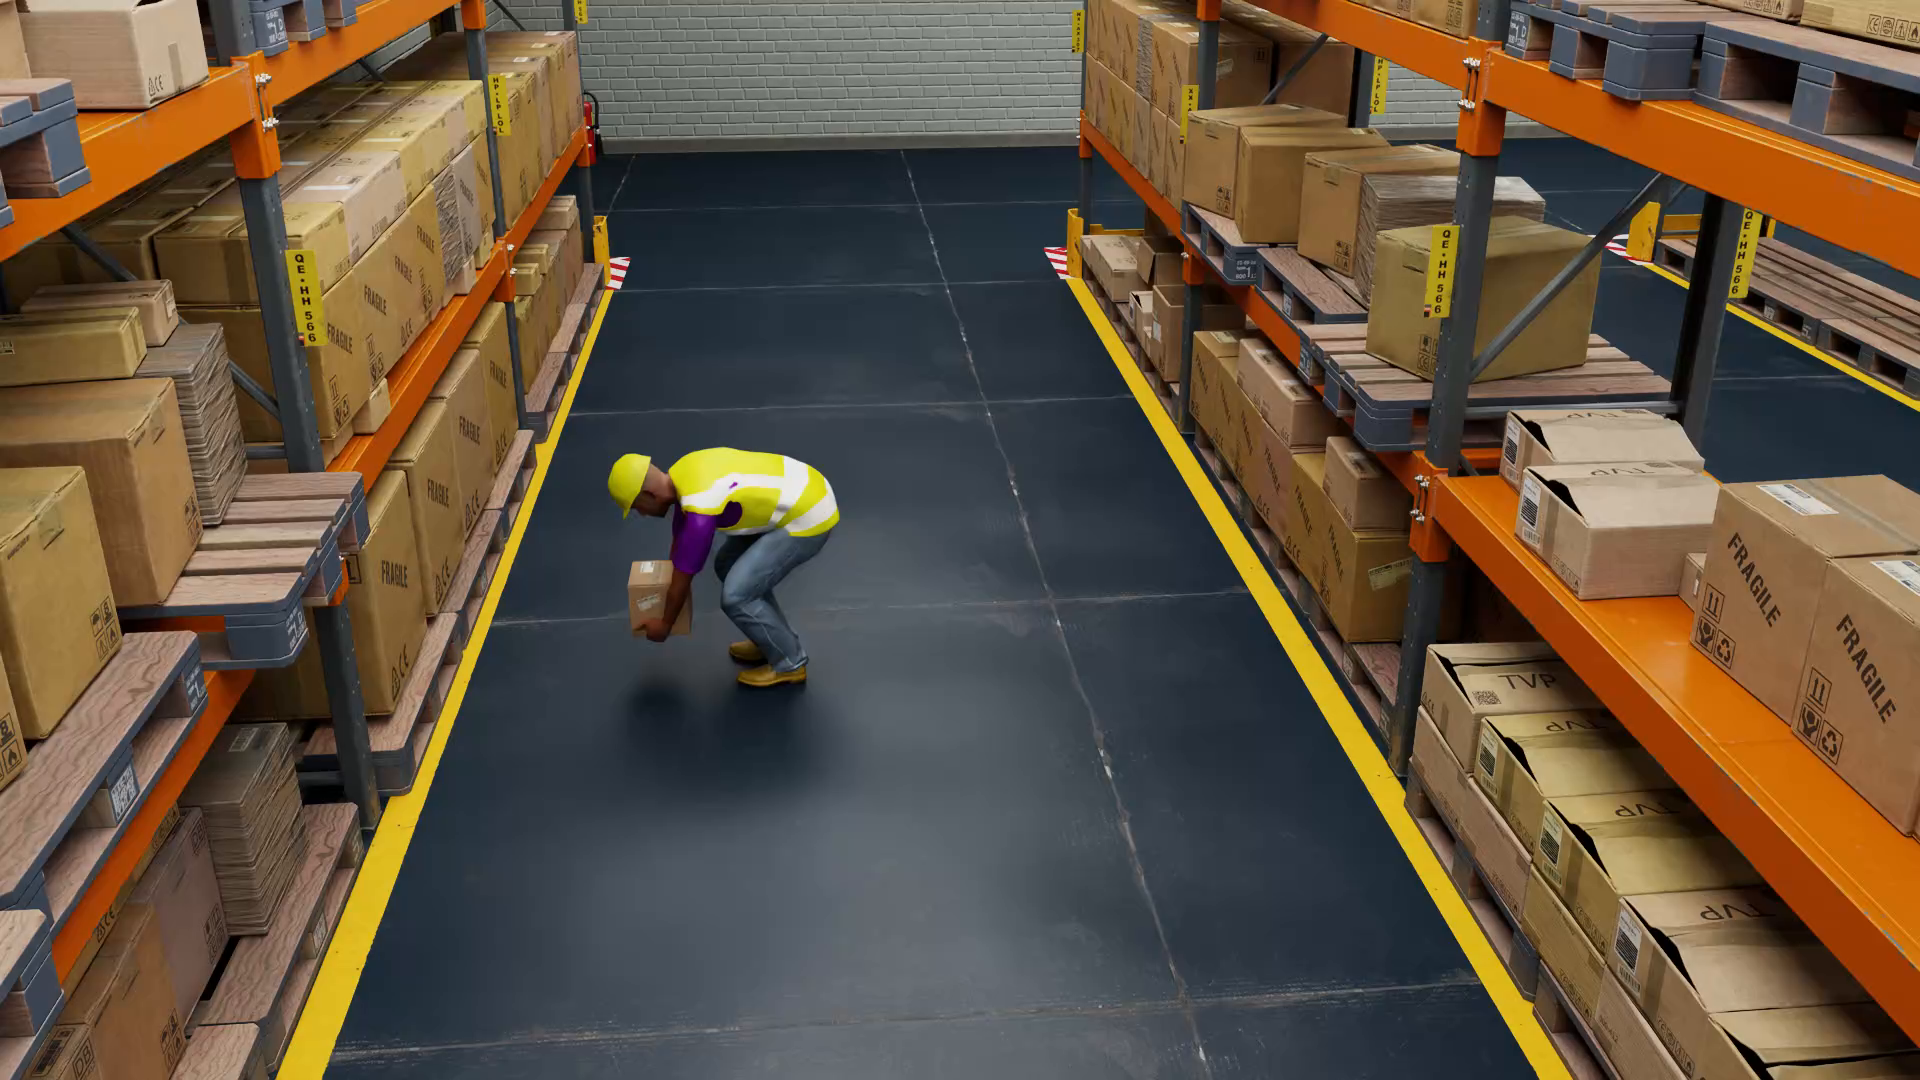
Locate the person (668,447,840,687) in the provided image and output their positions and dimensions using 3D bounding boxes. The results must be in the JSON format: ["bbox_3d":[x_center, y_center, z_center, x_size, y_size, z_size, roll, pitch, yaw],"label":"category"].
[{"bbox_3d":[8.212,0.594,3.423,17.629,3.195,10.447,-3,24,-8],"label":"person"}]
